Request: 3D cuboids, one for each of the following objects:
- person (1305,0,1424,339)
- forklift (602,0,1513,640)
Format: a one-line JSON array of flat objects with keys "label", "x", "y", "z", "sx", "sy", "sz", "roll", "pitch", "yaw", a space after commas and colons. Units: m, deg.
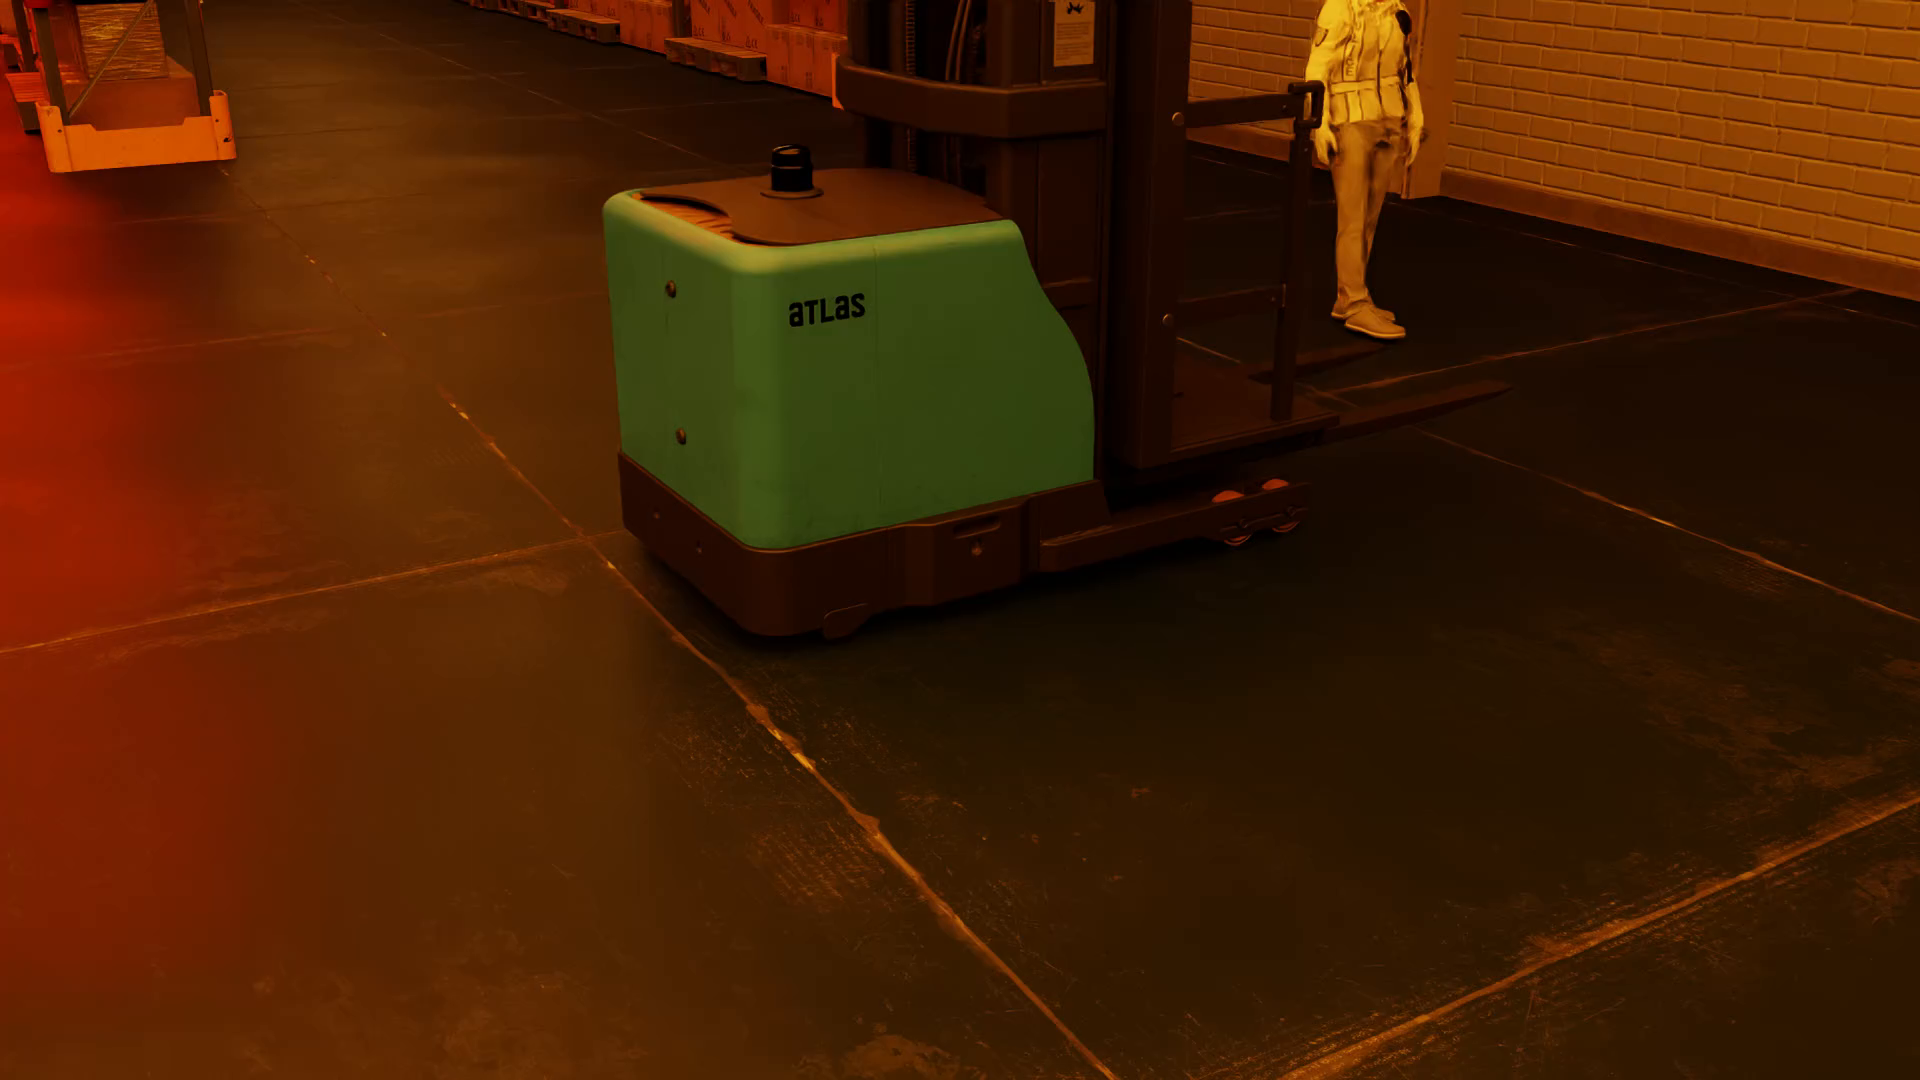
[{"label": "person", "x": 1.803, "y": -1.744, "z": 7.142, "sx": 0.577, "sy": 1.694, "sz": 0.611, "roll": -10, "pitch": 24, "yaw": -23}, {"label": "forklift", "x": 0.493, "y": -1.495, "z": 4.917, "sx": 3.031, "sy": 2.935, "sz": 1.130, "roll": -13, "pitch": 26, "yaw": -29}]
